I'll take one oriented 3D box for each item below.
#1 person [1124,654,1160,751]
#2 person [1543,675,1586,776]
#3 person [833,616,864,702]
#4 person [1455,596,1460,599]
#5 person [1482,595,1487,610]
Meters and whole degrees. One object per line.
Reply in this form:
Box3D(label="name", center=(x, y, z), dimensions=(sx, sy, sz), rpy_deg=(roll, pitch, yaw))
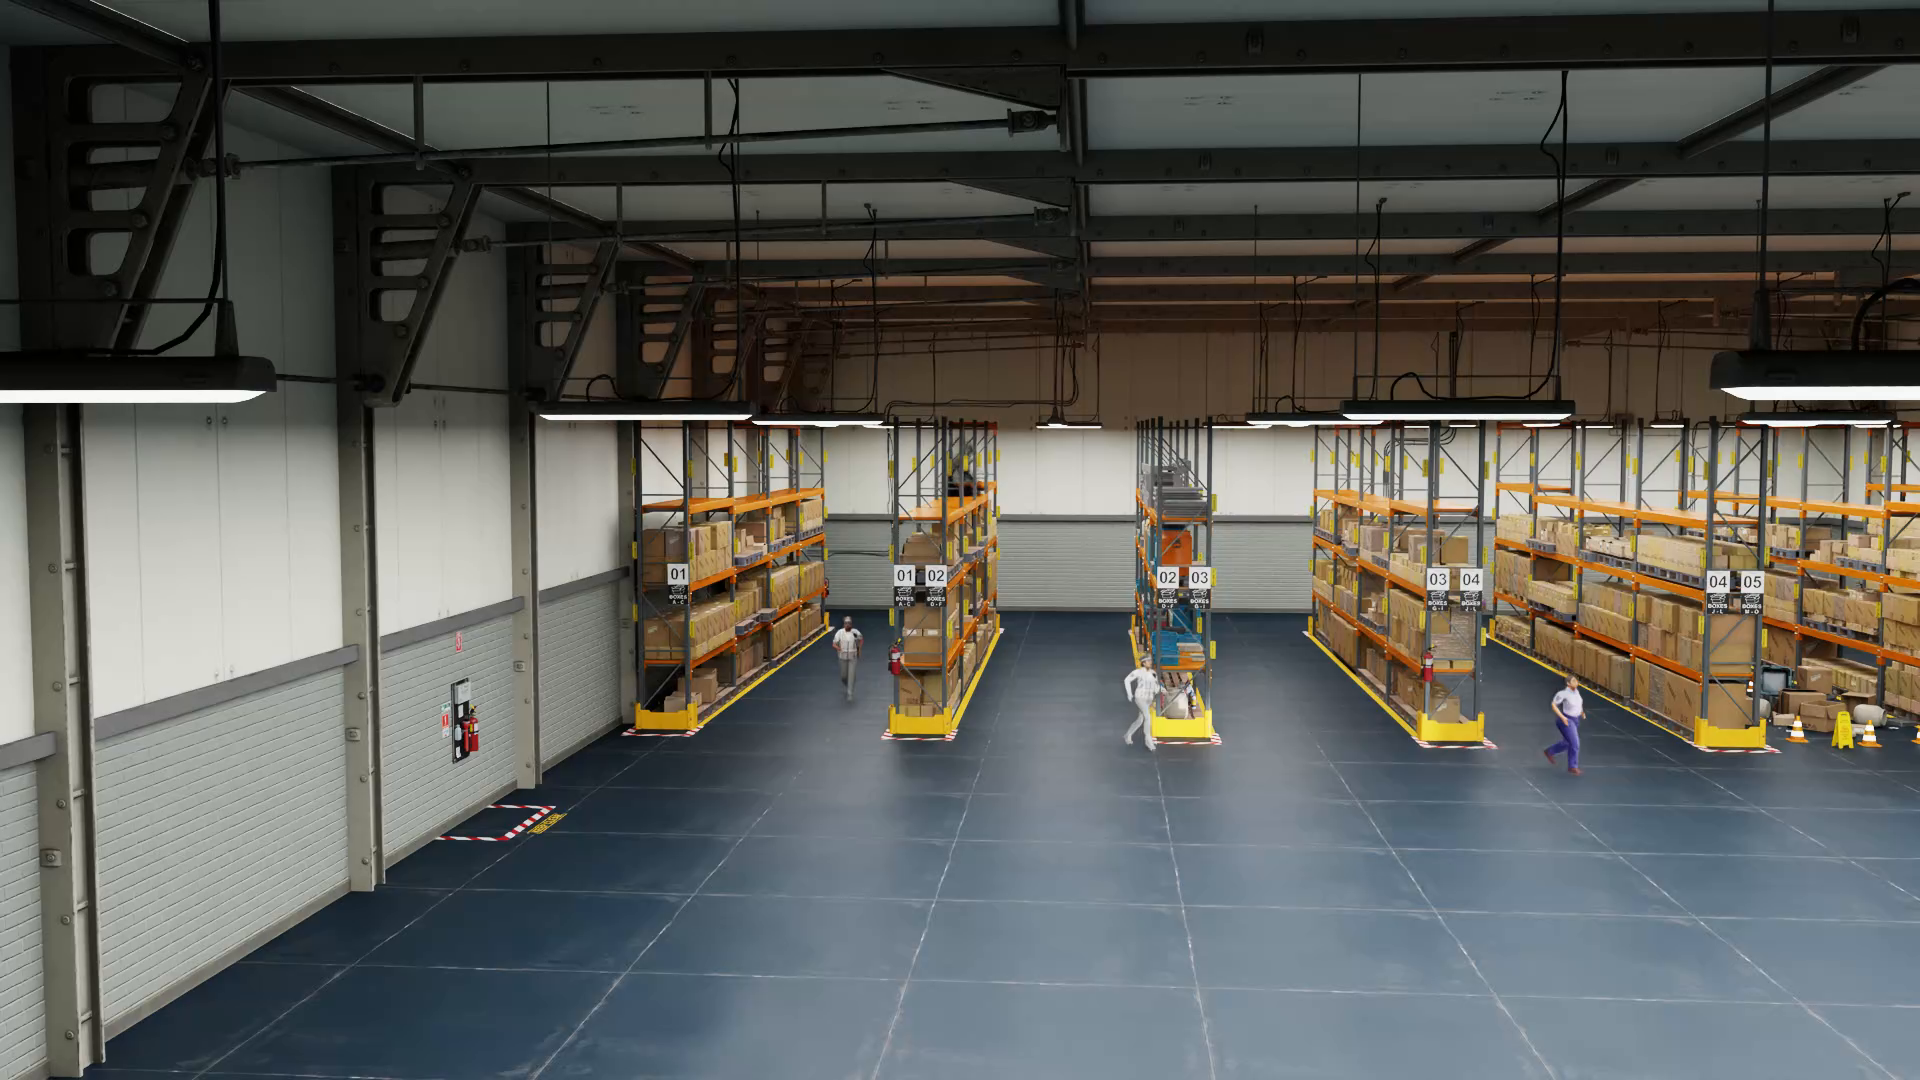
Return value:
Box3D(label="person", center=(3.376, 2.907, 30.120), dimensions=(0.611, 1.690, 0.846), rpy_deg=(-3, 5, -38))
Box3D(label="person", center=(10.168, 3.086, 27.948), dimensions=(0.608, 1.677, 0.799), rpy_deg=(-3, 5, -41))
Box3D(label="person", center=(-2.390, 2.512, 35.536), dimensions=(0.664, 1.779, 0.932), rpy_deg=(0, 4, -3))
Box3D(label="person", center=(13.460, 1.989, 45.093), dimensions=(0.511, 1.601, 0.847), rpy_deg=(1, 4, 11))
Box3D(label="person", center=(13.373, 2.033, 43.311), dimensions=(0.664, 1.799, 0.718), rpy_deg=(1, 4, 10))
